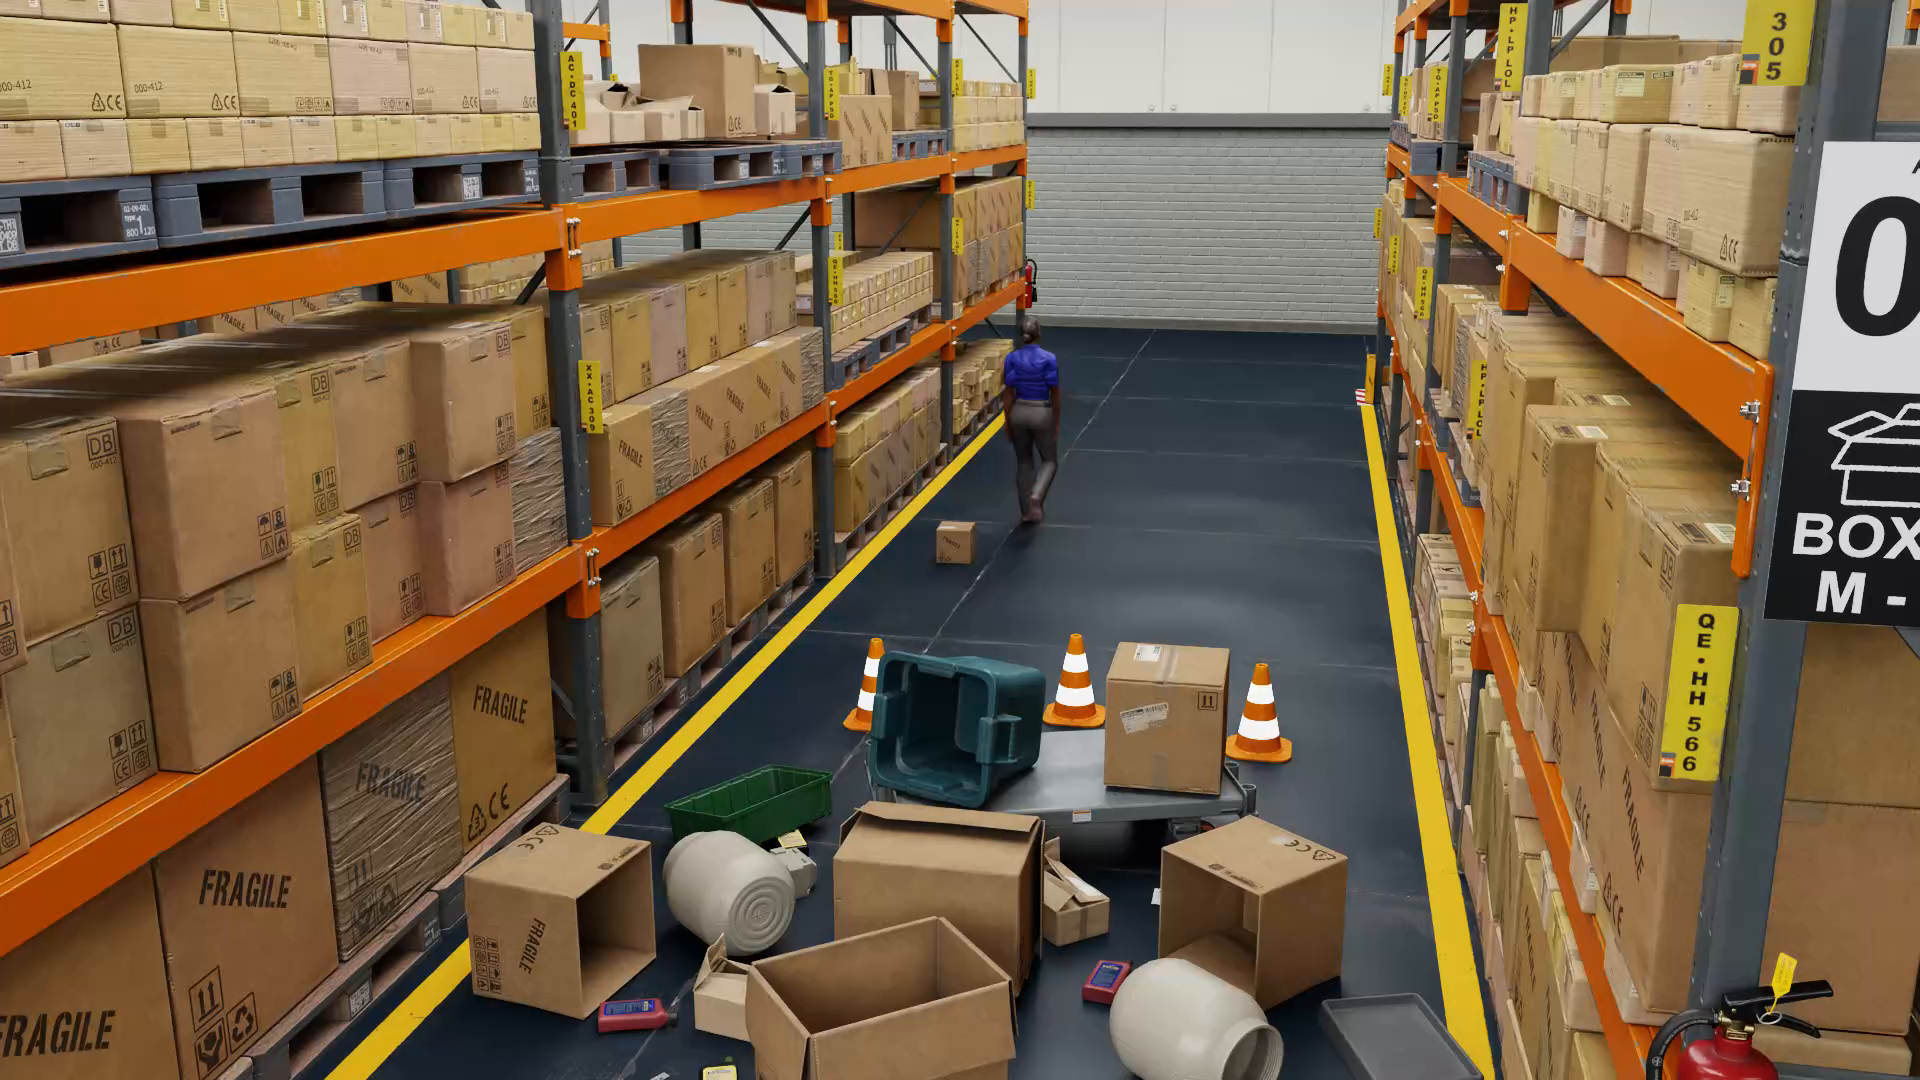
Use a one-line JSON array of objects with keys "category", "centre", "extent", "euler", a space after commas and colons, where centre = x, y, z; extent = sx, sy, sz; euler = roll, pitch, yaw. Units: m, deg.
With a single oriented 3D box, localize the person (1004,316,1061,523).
[{"category": "person", "centre": [0.559, -0.921, 12.948], "extent": [0.448, 1.638, 0.631], "euler": [3, 15, 13]}]
